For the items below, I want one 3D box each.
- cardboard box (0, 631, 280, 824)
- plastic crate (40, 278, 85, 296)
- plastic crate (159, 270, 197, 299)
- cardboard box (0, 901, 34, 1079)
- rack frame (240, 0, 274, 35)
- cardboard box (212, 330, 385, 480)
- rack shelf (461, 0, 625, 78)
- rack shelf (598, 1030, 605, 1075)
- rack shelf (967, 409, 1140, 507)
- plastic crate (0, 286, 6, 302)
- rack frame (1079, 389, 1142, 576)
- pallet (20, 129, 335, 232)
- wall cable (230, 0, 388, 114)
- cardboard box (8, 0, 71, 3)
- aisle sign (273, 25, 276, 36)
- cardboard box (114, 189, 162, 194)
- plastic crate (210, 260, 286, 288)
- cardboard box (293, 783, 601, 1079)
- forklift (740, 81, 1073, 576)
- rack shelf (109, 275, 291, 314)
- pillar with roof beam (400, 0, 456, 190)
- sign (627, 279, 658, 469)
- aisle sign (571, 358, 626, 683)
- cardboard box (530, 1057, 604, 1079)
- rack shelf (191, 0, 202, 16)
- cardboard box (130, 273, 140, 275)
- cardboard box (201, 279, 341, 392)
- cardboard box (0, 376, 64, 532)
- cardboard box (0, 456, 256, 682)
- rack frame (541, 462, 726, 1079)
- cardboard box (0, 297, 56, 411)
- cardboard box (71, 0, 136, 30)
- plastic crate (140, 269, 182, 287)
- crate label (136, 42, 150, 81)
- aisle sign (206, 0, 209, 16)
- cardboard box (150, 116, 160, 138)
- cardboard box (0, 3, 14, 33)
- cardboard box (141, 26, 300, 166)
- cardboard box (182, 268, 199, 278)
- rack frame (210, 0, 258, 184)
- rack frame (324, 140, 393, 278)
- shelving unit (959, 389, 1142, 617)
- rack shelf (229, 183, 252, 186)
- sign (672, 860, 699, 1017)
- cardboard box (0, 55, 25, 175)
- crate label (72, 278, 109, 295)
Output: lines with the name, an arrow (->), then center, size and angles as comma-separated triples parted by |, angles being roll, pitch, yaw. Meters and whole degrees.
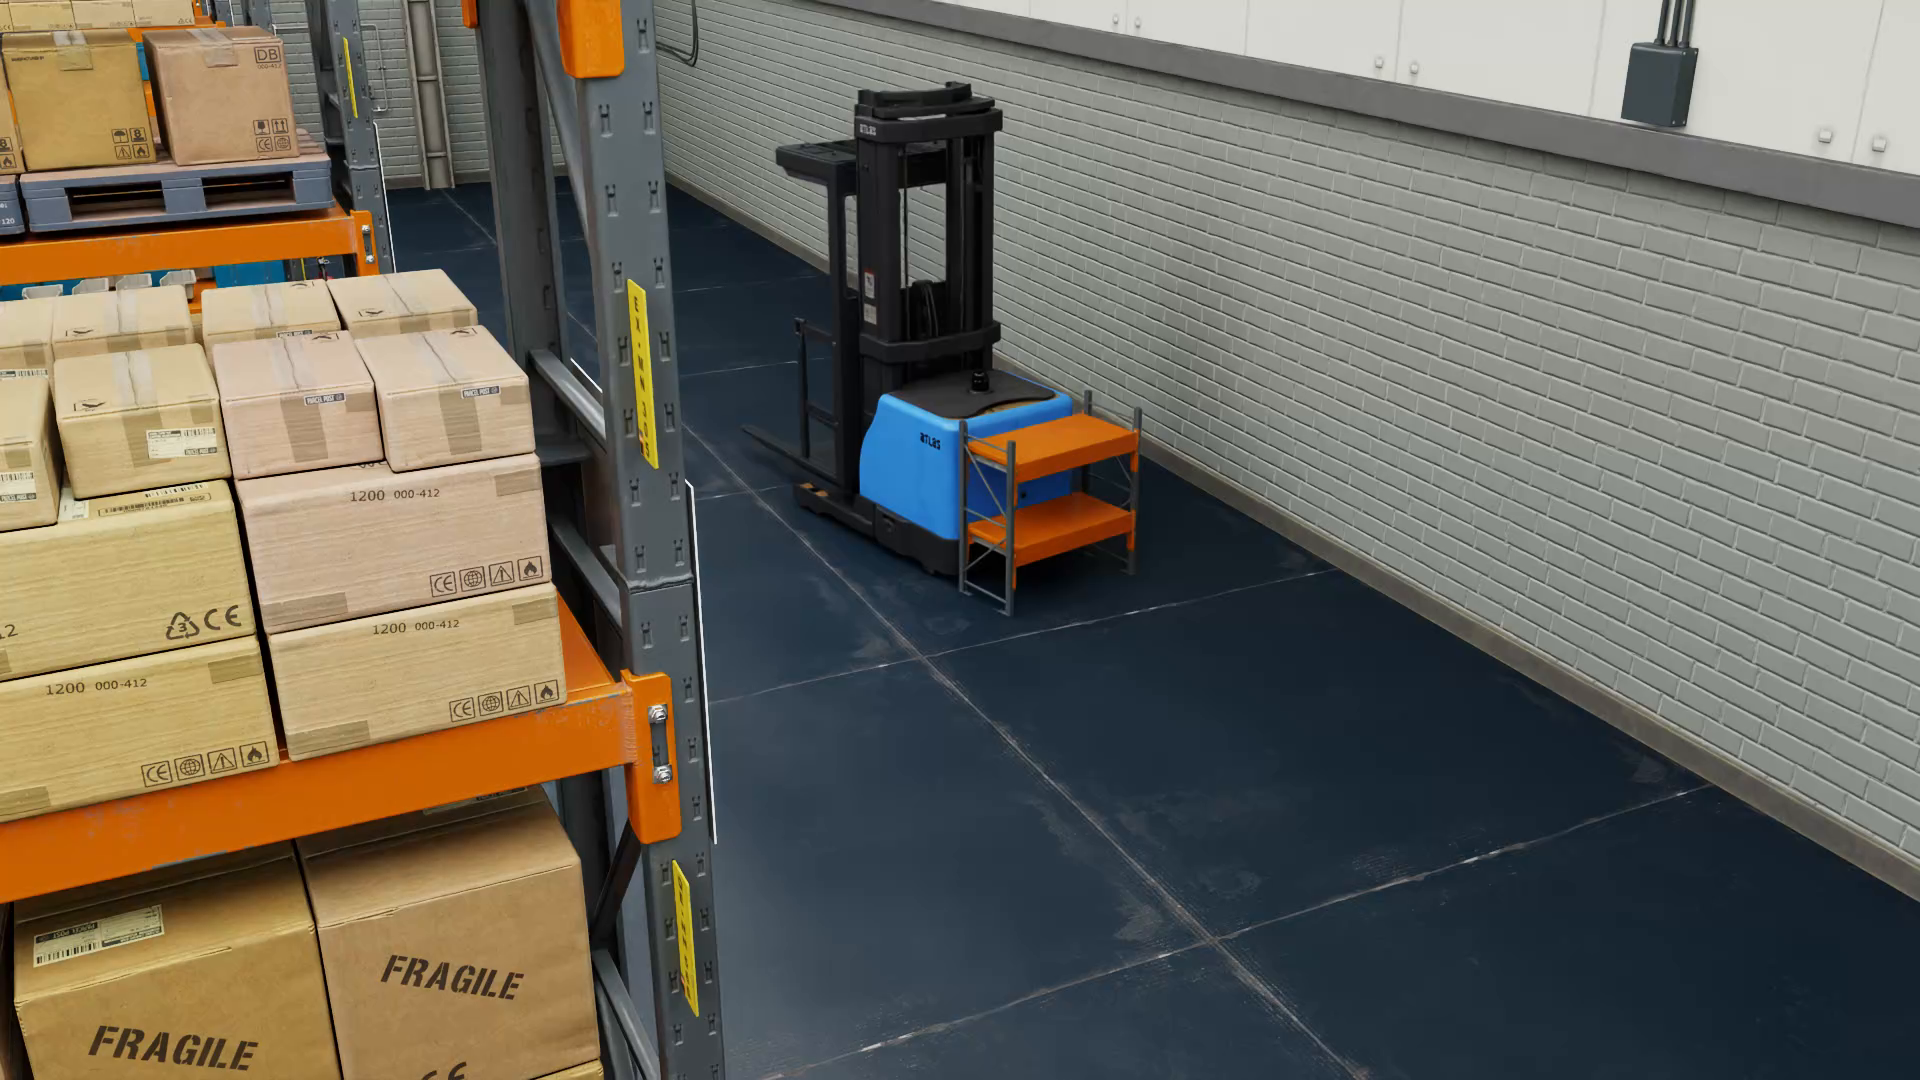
cardboard box -> -1.538, 0.244, 3.013 | 0.500, 0.250, 0.500 | -10, 25, -24
plastic crate -> -6.547, -1.931, 12.133 | 0.300, 0.233, 0.416 | -10, 25, -24
plastic crate -> -5.651, -1.834, 12.026 | 0.243, 0.136, 0.396 | -10, 25, -24
cardboard box -> -2.012, 0.996, 3.094 | 0.500, 0.500, 0.500 | -9, 24, -21
rack frame -> -4.995, -4.898, 11.317 | 0.127, 3.000, 1.000 | -10, 25, -24
cardboard box -> -1.214, -0.254, 3.041 | 0.250, 0.149, 0.380 | -10, 25, -23
rack shelf -> -2.589, -0.799, 2.360 | 4.000, 0.370, 1.077 | -10, 25, -24
rack shelf -> -2.589, 1.971, 3.507 | 4.000, 0.370, 1.077 | -10, 25, -24
rack shelf -> 0.560, -0.518, 10.264 | 1.000, 0.278, 0.538 | -17, 28, -35
plastic crate -> -6.734, -1.647, 11.449 | 0.300, 0.233, 0.416 | -10, 25, -24
rack frame -> 0.961, -0.367, 10.666 | 0.032, 1.125, 0.500 | -17, 28, -35
pallet -> -3.511, -1.638, 7.478 | 1.213, 0.211, 1.003 | -10, 25, -24
wall cable -> -8.548, -6.548, 21.819 | 1.851, 1.984, 0.084 | -10, 25, -24
cardboard box -> -8.395, -5.044, 15.133 | 0.500, 0.250, 0.500 | -10, 25, -24
aisle sign -> -4.803, -3.238, 11.752 | 0.004, 0.787, 0.394 | -10, 25, -24
cardboard box -> -7.891, -3.625, 15.954 | 0.500, 0.500, 0.500 | -10, 25, -23
plastic crate -> -5.216, -2.050, 12.157 | 0.499, 0.435, 0.616 | -10, 25, -24
cardboard box -> -1.091, 0.823, 3.513 | 0.500, 0.500, 0.500 | -11, 25, -25
forklift -> -0.530, -1.631, 11.359 | 1.130, 2.935, 3.031 | -16, 27, -33
rack shelf -> -6.797, -1.462, 11.801 | 4.000, 0.370, 1.077 | -10, 25, -24
pillar with roof beam -> -5.367, -7.575, 17.783 | 0.400, 9.000, 9.100 | -10, 25, -24
sign -> -0.564, -0.294, 2.958 | 0.005, 0.325, 0.100 | -10, 25, -24
aisle sign -> -0.851, -0.010, 3.953 | 0.004, 0.787, 0.394 | -10, 25, -24
cardboard box -> -1.080, 1.286, 3.701 | 0.500, 0.500, 0.500 | -10, 24, -23
rack shelf -> -11.094, -6.262, 19.475 | 4.000, 0.370, 1.077 | -10, 25, -24
cardboard box -> -8.203, -2.691, 16.850 | 0.500, 0.250, 0.500 | -10, 25, -24
cardboard box -> -1.415, -0.414, 3.427 | 0.250, 0.149, 0.380 | -9, 24, -21
cardboard box -> -1.646, -0.137, 2.759 | 0.250, 0.149, 0.380 | -10, 25, -23
cardboard box -> -1.552, 0.009, 2.928 | 0.500, 0.250, 0.500 | -11, 25, -25
rack frame -> -0.787, 1.307, 4.171 | 0.127, 3.000, 1.000 | -10, 25, -24
cardboard box -> -1.910, -0.354, 3.282 | 0.250, 0.149, 0.380 | -10, 25, -23
cardboard box -> -7.944, -4.895, 15.428 | 0.500, 0.250, 0.500 | -10, 25, -24
plastic crate -> -5.953, -2.040, 12.396 | 0.300, 0.233, 0.416 | -10, 25, -24
crate label -> -5.966, -3.402, 11.818 | 0.502, 0.251, 0.408 | -10, 25, -24
aisle sign -> -9.097, -6.650, 19.994 | 0.004, 0.787, 0.394 | -10, 25, -24
cardboard box -> -7.876, -4.089, 15.769 | 0.500, 0.500, 0.500 | -10, 24, -22
cardboard box -> -8.846, -4.730, 15.030 | 0.500, 0.250, 0.500 | -10, 25, -24
cardboard box -> -3.292, -1.987, 7.396 | 0.500, 0.500, 0.700 | -12, 25, -27
cardboard box -> -7.523, -2.707, 16.561 | 0.500, 0.500, 0.500 | -10, 25, -24
rack frame -> -7.140, -3.834, 16.590 | 0.127, 3.000, 1.000 | -10, 25, -24
rack frame -> -2.847, -0.419, 8.341 | 0.127, 3.000, 1.000 | -10, 25, -24
shelving unit -> 0.560, -0.247, 10.376 | 1.048, 1.125, 0.538 | -17, 28, -35
rack shelf -> -8.942, -3.170, 15.926 | 4.000, 0.370, 1.077 | -10, 25, -24
sign -> -0.564, 0.820, 3.419 | 0.005, 0.325, 0.100 | -10, 25, -24
cardboard box -> -4.296, -1.833, 7.023 | 0.500, 0.500, 0.700 | -12, 25, -27
crate label -> -6.159, -1.737, 11.790 | 0.243, 0.136, 0.396 | -10, 25, -24
